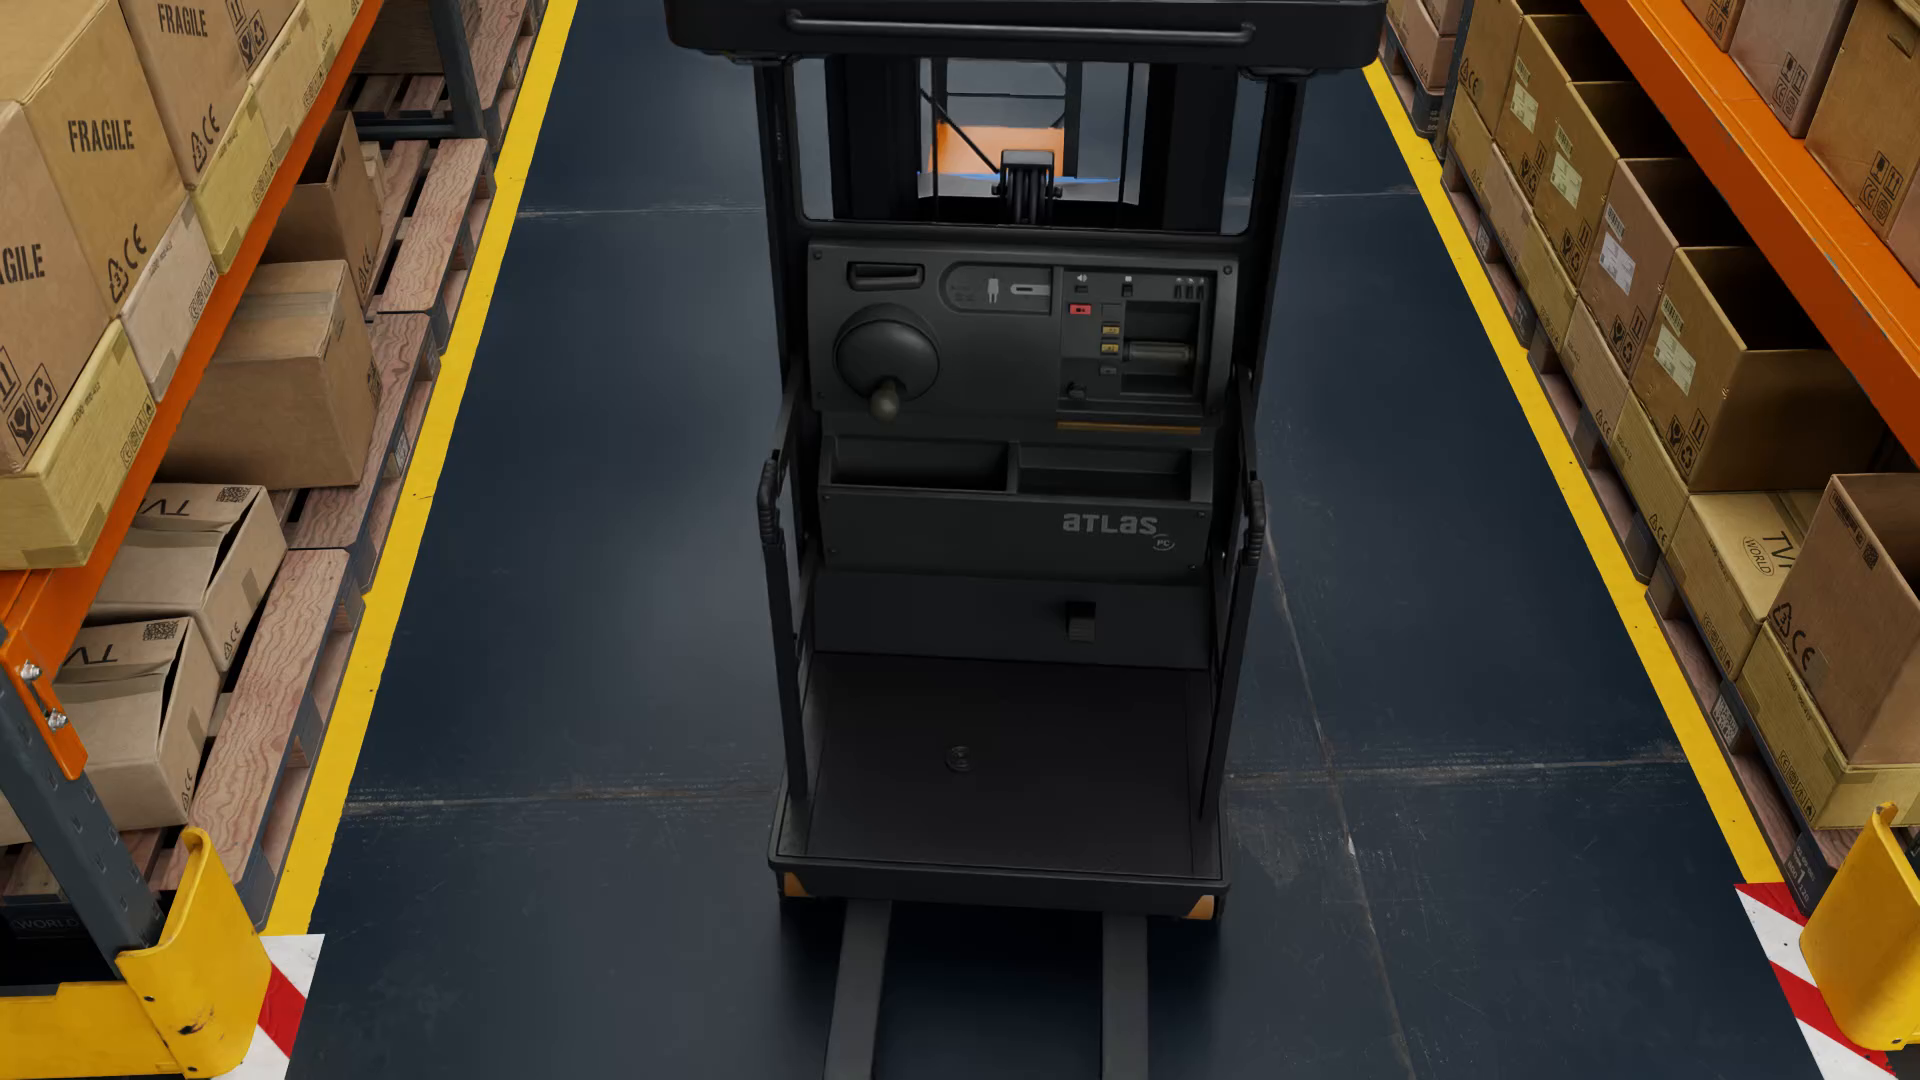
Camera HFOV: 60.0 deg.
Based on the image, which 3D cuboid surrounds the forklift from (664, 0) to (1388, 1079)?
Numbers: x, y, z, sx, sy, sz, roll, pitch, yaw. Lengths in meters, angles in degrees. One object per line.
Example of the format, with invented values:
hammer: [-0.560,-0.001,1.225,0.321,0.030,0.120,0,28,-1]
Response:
forklift: [0.119,-0.360,3.473,1.130,2.935,3.031,3,43,3]

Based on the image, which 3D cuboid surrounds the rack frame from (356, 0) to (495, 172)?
rack frame: [-2.440,-2.602,5.869,1.000,3.000,0.127,-2,43,-2]

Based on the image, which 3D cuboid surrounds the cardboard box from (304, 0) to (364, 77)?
cardboard box: [-2.067,-1.567,4.836,0.500,0.250,0.500,-2,43,-2]

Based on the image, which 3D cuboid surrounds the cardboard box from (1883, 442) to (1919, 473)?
cardboard box: [2.855,-0.170,4.384,0.500,0.500,0.500,-2,43,-2]

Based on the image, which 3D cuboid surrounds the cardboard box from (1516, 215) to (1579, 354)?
cardboard box: [2.258,-0.891,5.726,0.500,0.250,0.500,-2,43,-2]

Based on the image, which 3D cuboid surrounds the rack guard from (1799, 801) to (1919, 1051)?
rack guard: [2.680,0.891,3.907,1.175,0.500,0.348,-2,43,-2]

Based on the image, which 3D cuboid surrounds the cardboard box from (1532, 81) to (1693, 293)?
cardboard box: [2.258,-1.167,5.472,0.500,0.500,0.500,-2,43,-2]

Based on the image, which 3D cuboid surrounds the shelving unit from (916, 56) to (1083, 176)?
shelving unit: [0.129,-1.228,5.480,0.587,1.500,1.083,3,43,3]

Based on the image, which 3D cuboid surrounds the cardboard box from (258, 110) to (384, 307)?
cardboard box: [-2.356,-1.143,5.802,0.500,0.500,0.500,-5,43,-5]

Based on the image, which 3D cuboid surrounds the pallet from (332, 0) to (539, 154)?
pallet: [-2.475,-2.100,7.384,1.003,0.211,1.213,-2,43,-2]

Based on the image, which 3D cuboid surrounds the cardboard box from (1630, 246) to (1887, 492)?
cardboard box: [2.302,-0.492,4.736,0.500,0.500,0.500,-2,43,-2]

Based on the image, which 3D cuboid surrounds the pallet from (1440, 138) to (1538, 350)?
pallet: [2.501,-1.181,6.382,1.003,0.211,1.213,-2,43,-2]

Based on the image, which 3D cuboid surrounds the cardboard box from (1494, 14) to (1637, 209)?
cardboard box: [2.245,-1.505,5.841,0.500,0.500,0.500,-2,43,-2]

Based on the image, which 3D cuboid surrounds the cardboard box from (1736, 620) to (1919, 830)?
cardboard box: [2.361,0.459,4.253,0.500,0.250,0.500,-2,43,-2]

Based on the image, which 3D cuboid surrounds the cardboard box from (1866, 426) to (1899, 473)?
cardboard box: [2.821,-0.507,4.752,0.500,0.500,0.500,-2,43,-2]

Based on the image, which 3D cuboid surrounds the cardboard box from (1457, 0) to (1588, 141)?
cardboard box: [2.216,-1.842,6.209,0.500,0.500,0.500,-2,43,-2]

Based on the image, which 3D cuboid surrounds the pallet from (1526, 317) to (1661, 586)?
pallet: [2.556,-0.355,5.481,1.003,0.211,1.213,-2,43,-2]

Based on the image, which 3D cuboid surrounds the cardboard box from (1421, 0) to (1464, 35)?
cardboard box: [2.205,-2.360,6.914,0.500,0.311,0.500,-2,43,-2]

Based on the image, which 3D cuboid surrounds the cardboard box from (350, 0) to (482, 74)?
cardboard box: [-2.488,-2.339,7.106,0.700,0.500,0.500,0,43,0]

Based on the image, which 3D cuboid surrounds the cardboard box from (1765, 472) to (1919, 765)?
cardboard box: [2.359,0.183,4.000,0.500,0.500,0.500,-2,43,-2]

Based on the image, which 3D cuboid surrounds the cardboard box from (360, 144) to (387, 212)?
cardboard box: [-2.387,-1.359,6.284,0.380,0.166,0.250,-7,43,-7]

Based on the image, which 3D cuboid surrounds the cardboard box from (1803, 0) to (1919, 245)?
cardboard box: [2.629,-1.088,4.143,0.700,0.500,0.500,-1,43,-2]

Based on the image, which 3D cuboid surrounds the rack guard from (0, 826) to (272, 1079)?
rack guard: [-2.273,0.969,3.823,1.175,0.500,0.348,-2,43,-2]

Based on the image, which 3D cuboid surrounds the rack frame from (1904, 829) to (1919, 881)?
rack frame: [2.679,-0.046,3.080,1.000,3.000,0.127,-2,43,-2]

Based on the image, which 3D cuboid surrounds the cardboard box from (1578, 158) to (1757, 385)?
cardboard box: [2.282,-0.830,5.104,0.500,0.500,0.500,-2,43,-2]

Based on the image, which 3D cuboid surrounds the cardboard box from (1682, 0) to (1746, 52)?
cardboard box: [2.580,-1.789,4.908,0.700,0.500,0.500,-1,43,-1]

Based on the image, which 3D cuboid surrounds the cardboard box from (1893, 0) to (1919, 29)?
cardboard box: [2.429,-1.271,3.863,0.380,0.149,0.250,0,43,0]

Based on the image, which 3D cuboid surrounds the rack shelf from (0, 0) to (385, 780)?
rack shelf: [-2.355,-0.987,4.639,1.077,0.370,4.000,-2,43,-2]

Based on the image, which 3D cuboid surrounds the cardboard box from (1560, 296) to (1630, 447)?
cardboard box: [2.285,-0.553,5.358,0.500,0.250,0.500,-2,43,-2]

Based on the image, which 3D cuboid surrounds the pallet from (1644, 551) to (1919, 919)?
pallet: [2.605,0.467,4.585,1.003,0.211,1.213,-2,43,-2]

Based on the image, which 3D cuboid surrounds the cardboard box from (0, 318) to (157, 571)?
cardboard box: [-1.974,-0.192,3.336,0.500,0.250,0.500,-3,43,-3]

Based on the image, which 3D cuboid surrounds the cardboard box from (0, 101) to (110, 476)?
cardboard box: [-1.990,-0.461,3.074,0.500,0.500,0.500,-2,43,-2]

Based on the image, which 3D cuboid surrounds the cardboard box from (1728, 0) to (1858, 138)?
cardboard box: [2.603,-1.444,4.531,0.700,0.500,0.500,0,43,-1]

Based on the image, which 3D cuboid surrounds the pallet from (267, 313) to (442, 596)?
pallet: [-2.321,-0.296,5.417,1.003,0.211,1.213,-2,43,-2]

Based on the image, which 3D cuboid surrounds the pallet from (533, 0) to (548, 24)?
pallet: [-2.529,-2.925,8.285,1.003,0.211,1.213,-2,43,-2]

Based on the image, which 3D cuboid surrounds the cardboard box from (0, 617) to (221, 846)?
cardboard box: [-2.210,0.458,4.195,0.500,0.311,0.500,-6,43,-7]

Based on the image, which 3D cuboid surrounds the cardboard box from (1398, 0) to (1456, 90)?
cardboard box: [2.202,-2.159,7.110,0.500,0.250,0.500,-2,43,-2]

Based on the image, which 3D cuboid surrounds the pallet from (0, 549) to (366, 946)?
pallet: [-2.273,0.526,4.520,1.003,0.211,1.213,-2,43,-2]

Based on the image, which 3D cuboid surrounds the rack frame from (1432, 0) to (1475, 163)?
rack frame: [2.509,-2.747,6.027,1.000,3.000,0.127,-2,43,-2]

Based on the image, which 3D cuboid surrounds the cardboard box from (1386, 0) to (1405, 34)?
cardboard box: [2.182,-2.501,7.483,0.500,0.250,0.500,-2,43,-2]

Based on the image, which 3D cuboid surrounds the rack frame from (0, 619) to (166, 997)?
rack frame: [-2.270,0.098,2.923,1.000,3.000,0.127,-2,43,-2]

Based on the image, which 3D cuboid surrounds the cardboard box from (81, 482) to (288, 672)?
cardboard box: [-2.234,0.073,4.615,0.500,0.311,0.500,2,43,2]

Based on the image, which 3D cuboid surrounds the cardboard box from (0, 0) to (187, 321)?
cardboard box: [-2.001,-0.795,3.439,0.500,0.500,0.500,-2,43,-2]

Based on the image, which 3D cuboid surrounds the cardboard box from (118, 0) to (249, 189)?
cardboard box: [-2.017,-1.144,3.819,0.500,0.500,0.500,-3,43,-3]

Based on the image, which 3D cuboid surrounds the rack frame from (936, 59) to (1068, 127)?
rack frame: [0.163,-1.565,5.847,0.500,1.500,0.032,3,43,3]

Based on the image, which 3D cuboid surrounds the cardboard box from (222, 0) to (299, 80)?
cardboard box: [-2.051,-1.492,4.199,0.500,0.500,0.500,0,43,0]

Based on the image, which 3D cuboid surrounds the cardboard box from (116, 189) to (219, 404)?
cardboard box: [-2.010,-0.542,3.718,0.500,0.250,0.500,-3,43,-3]

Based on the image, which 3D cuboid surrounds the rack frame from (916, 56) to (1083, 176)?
rack frame: [0.095,-0.879,5.099,0.500,1.500,0.032,3,43,3]

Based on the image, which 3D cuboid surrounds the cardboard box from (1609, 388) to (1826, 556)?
cardboard box: [2.305,-0.216,4.989,0.500,0.250,0.500,-2,43,-2]

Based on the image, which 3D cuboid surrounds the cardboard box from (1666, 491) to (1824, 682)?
cardboard box: [2.328,0.122,4.621,0.500,0.250,0.500,-2,43,-2]

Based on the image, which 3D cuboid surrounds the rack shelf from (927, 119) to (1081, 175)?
rack shelf: [0.129,-1.090,5.595,0.538,0.185,1.000,3,43,3]

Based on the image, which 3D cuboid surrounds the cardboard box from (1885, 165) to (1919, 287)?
cardboard box: [2.645,-0.753,3.778,0.700,0.500,0.500,-1,43,-1]

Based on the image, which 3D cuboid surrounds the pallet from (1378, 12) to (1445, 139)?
pallet: [2.439,-2.215,7.510,1.003,0.211,1.213,-2,43,-2]

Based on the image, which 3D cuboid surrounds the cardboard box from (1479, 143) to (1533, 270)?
cardboard box: [2.242,-1.228,6.094,0.500,0.250,0.500,-2,43,-2]

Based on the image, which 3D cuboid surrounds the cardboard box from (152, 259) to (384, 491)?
cardboard box: [-2.215,-0.493,5.093,0.700,0.500,0.500,-4,43,-4]

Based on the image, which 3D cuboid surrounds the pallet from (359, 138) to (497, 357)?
pallet: [-2.376,-1.122,6.317,1.003,0.211,1.213,-2,43,-2]

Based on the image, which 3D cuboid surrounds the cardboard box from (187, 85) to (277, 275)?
cardboard box: [-2.026,-0.886,4.093,0.500,0.250,0.500,-2,43,-2]

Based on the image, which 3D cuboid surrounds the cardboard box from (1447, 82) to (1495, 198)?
cardboard box: [2.226,-1.566,6.463,0.500,0.250,0.500,-2,43,-2]

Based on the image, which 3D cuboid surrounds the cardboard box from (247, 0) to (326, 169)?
cardboard box: [-2.045,-1.228,4.466,0.500,0.250,0.500,-1,43,-1]
